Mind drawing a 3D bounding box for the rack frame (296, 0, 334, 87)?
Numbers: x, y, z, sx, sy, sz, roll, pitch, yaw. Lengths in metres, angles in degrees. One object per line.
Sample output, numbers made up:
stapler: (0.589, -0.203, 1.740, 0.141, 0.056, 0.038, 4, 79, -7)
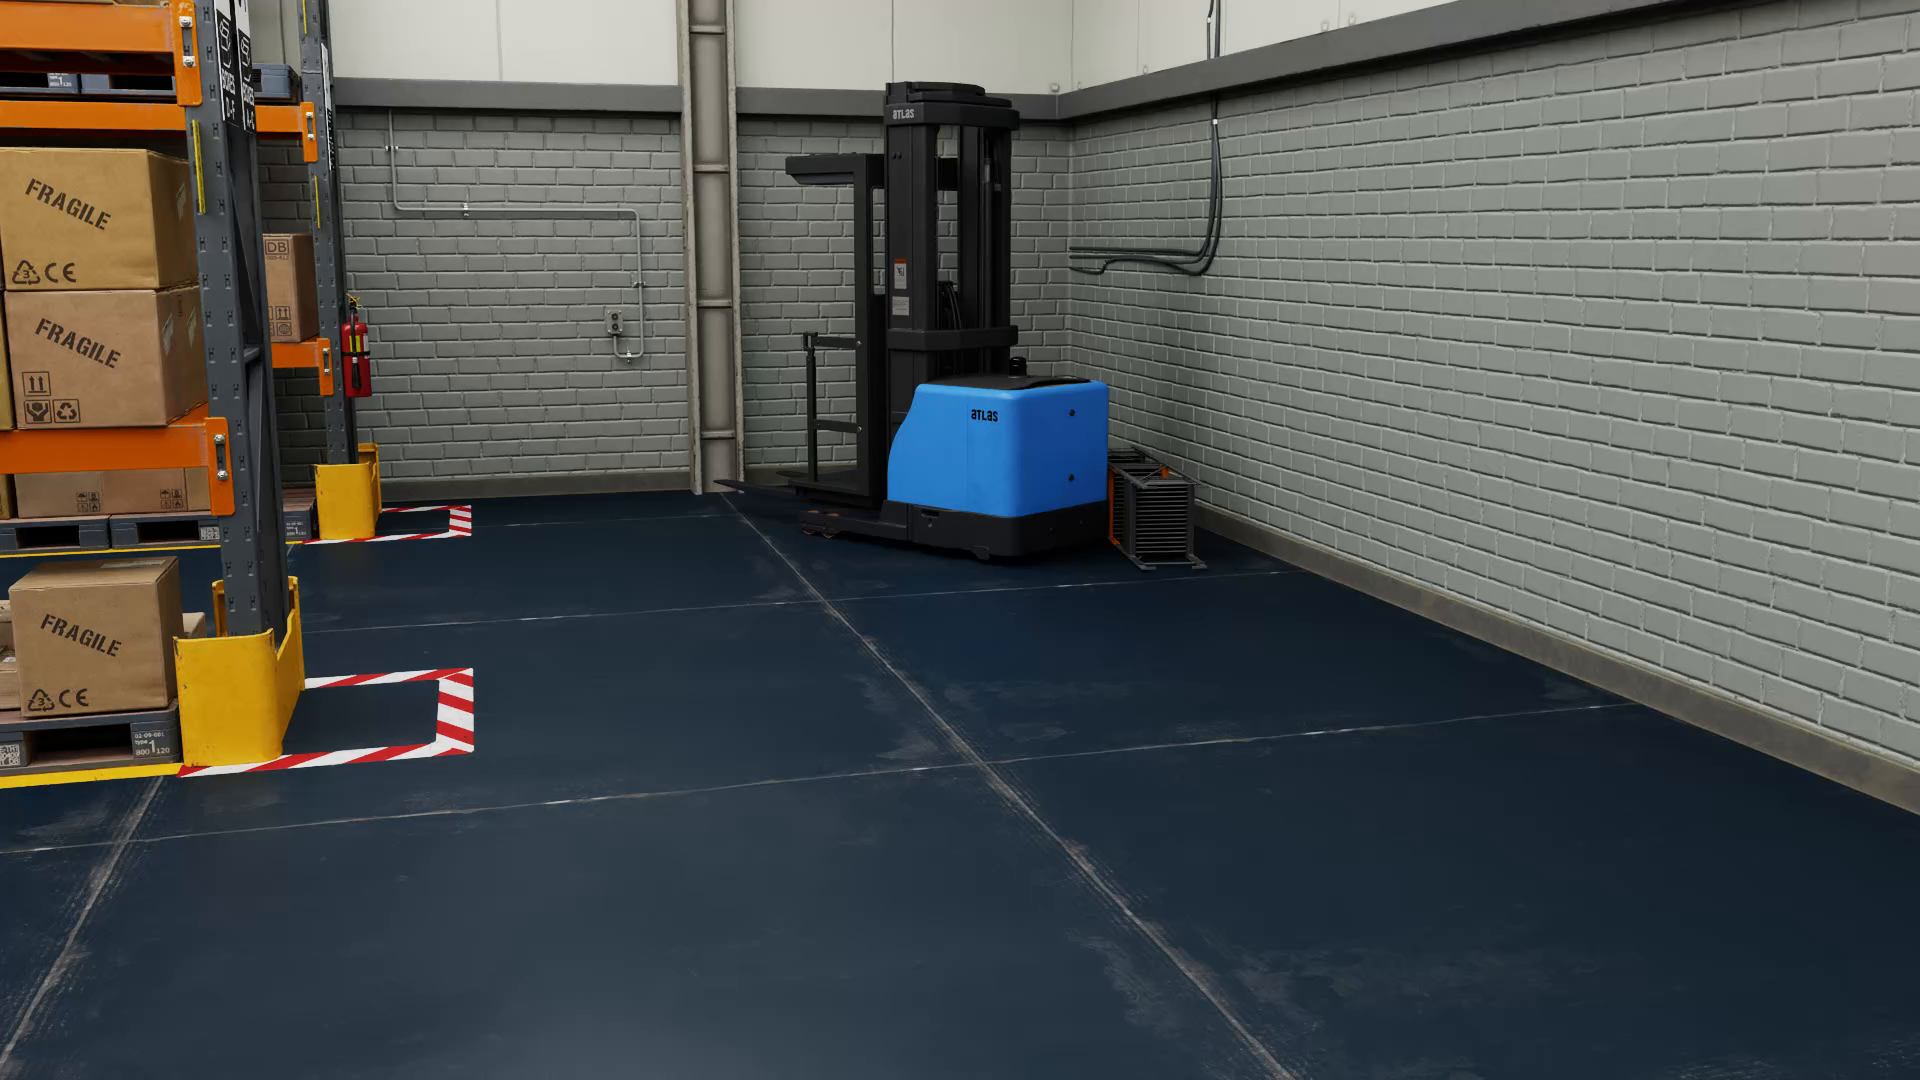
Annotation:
rack frame: (-4.271, -4.530, 10.800, 0.127, 3.000, 1.000, -3, 11, -16)

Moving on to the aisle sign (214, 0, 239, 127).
aisle sign: (-2.731, -1.948, 6.161, 0.004, 0.787, 0.394, -3, 11, -16)

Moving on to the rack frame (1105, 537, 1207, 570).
rack frame: (1.173, -0.012, 11.016, 0.400, 0.015, 2.100, -1, 10, -6)

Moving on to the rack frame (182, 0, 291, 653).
rack frame: (-2.882, -0.719, 6.667, 0.127, 3.000, 1.000, -3, 11, -16)

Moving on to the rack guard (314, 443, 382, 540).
rack guard: (-4.248, -0.352, 11.576, 0.348, 0.500, 1.175, -3, 11, -16)

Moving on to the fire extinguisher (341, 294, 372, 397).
fire extinguisher: (-3.997, -1.286, 10.990, 0.183, 0.674, 0.296, -3, 11, -16)

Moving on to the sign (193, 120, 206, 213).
sign: (-2.747, -1.346, 6.004, 0.005, 0.325, 0.100, -3, 11, -16)

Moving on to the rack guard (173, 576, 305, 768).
rack guard: (-2.955, 0.514, 6.872, 0.348, 0.500, 1.175, -3, 11, -16)

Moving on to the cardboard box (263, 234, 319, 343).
cardboard box: (-4.757, -1.700, 11.166, 0.700, 0.700, 0.980, -3, 11, -13)

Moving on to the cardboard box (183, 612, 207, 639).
cardboard box: (-3.381, 0.428, 7.094, 0.250, 0.149, 0.380, -3, 11, -16)

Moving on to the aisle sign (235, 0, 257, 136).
aisle sign: (-2.899, -2.052, 6.727, 0.004, 0.787, 0.394, -3, 11, -16)

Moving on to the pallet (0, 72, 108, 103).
pallet: (-6.153, -2.910, 10.527, 1.213, 0.211, 1.003, -3, 11, -16)

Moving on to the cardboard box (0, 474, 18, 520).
cardboard box: (-6.388, -0.425, 10.815, 0.500, 0.500, 0.700, -3, 11, -15)

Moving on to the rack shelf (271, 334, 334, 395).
rack shelf: (-6.191, -1.125, 10.859, 4.000, 0.370, 1.077, -3, 11, -16)

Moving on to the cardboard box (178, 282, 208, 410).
cardboard box: (-3.382, -0.791, 6.785, 0.500, 0.500, 0.500, -3, 11, -15)

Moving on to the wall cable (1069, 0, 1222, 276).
wall cable: (1.260, -3.227, 12.299, 0.112, 2.526, 3.097, -3, 11, -16)

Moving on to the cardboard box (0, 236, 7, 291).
cardboard box: (-3.718, -1.164, 6.045, 0.500, 0.500, 0.500, -3, 11, -14)

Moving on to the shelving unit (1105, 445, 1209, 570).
shelving unit: (1.173, -0.252, 10.974, 0.431, 0.503, 2.100, -1, 10, -6)

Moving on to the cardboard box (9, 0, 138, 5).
cardboard box: (-3.302, -2.049, 6.019, 0.500, 0.250, 0.500, -3, 11, -16)

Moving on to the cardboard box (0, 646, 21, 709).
cardboard box: (-3.750, 0.533, 6.475, 0.250, 0.166, 0.380, -3, 11, -16)

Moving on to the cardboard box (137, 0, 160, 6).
cardboard box: (-3.447, -2.139, 6.508, 0.500, 0.250, 0.500, -3, 11, -16)

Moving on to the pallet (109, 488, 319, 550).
pallet: (-5.016, -0.154, 11.302, 1.213, 0.211, 1.003, -3, 11, -16)

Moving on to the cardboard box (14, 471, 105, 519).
cardboard box: (-5.878, -0.453, 10.968, 0.500, 0.500, 0.700, -3, 11, -18)

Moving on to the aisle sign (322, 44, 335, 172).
aisle sign: (-4.118, -2.810, 10.844, 0.004, 0.787, 0.394, -3, 11, -16)

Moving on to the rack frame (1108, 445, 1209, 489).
rack frame: (1.173, -0.493, 10.932, 0.400, 0.015, 2.100, -1, 10, -6)

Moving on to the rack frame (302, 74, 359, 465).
rack frame: (-4.271, -1.580, 11.343, 0.127, 3.000, 1.000, -3, 11, -16)

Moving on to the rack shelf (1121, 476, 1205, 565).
rack shelf: (1.251, -0.130, 10.275, 0.431, 0.480, 0.518, -1, 10, -6)

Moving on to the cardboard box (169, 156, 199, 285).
cardboard box: (-3.382, -1.283, 6.694, 0.500, 0.500, 0.500, -3, 11, -14)

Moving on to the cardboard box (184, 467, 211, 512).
cardboard box: (-4.915, -0.504, 11.245, 0.500, 0.500, 0.700, -3, 11, -16)

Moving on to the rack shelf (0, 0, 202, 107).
rack shelf: (-4.803, -1.739, 5.910, 4.000, 0.370, 1.077, -3, 11, -16)

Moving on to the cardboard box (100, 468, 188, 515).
cardboard box: (-5.395, -0.479, 11.107, 0.500, 0.500, 0.700, -3, 11, -16)

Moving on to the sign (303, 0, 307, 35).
sign: (-4.132, -3.357, 10.482, 0.005, 0.325, 0.100, -3, 11, -16)

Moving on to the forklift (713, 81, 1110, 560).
forklift: (-0.463, -1.517, 11.191, 3.031, 2.935, 1.130, 9, 14, 41)

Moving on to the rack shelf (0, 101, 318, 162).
rack shelf: (-6.191, -2.600, 10.587, 4.000, 0.370, 1.077, -3, 11, -16)

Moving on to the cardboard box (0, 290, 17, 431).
cardboard box: (-3.733, -0.671, 6.132, 0.500, 0.500, 0.500, -3, 11, -15)

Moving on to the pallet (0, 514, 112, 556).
pallet: (-6.186, -0.093, 10.970, 1.213, 0.211, 1.003, -3, 11, -16)

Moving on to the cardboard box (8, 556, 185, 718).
cardboard box: (-3.336, 0.364, 6.471, 0.500, 0.500, 0.500, -3, 11, -16)

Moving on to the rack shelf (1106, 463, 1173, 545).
rack shelf: (1.175, -0.250, 10.960, 0.431, 0.480, 0.518, -1, 10, -6)

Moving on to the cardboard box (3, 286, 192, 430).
cardboard box: (-3.236, -0.698, 6.277, 0.500, 0.500, 0.500, -3, 11, -14)

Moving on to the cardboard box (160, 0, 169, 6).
cardboard box: (-4.897, -3.521, 10.511, 0.500, 0.500, 0.500, -3, 11, -16)

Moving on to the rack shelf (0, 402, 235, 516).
rack shelf: (-4.803, -0.264, 6.182, 4.000, 0.370, 1.077, -3, 11, -16)

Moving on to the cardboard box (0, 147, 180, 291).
cardboard box: (-3.233, -1.189, 6.185, 0.500, 0.500, 0.500, -3, 11, -16)

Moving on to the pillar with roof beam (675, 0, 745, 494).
pillar with roof beam: (-0.717, -4.069, 8.294, 0.400, 9.000, 9.100, -3, 11, -16)

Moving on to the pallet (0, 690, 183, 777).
pallet: (-3.721, 0.697, 6.678, 1.213, 0.211, 1.003, -3, 11, -16)

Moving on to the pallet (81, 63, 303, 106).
pallet: (-4.980, -2.972, 10.866, 1.213, 0.211, 1.003, -3, 11, -16)

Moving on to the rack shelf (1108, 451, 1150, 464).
rack shelf: (1.098, -0.370, 11.646, 0.431, 0.480, 0.518, -1, 10, -6)

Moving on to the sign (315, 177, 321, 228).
sign: (-4.132, -2.171, 10.701, 0.005, 0.325, 0.100, -3, 11, -16)

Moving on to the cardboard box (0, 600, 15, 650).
cardboard box: (-3.964, 0.421, 6.857, 0.500, 0.250, 0.500, -3, 11, -16)

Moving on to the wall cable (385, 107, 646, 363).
wall cable: (-3.306, -2.309, 12.497, 1.851, 1.984, 0.084, -3, 11, -16)
